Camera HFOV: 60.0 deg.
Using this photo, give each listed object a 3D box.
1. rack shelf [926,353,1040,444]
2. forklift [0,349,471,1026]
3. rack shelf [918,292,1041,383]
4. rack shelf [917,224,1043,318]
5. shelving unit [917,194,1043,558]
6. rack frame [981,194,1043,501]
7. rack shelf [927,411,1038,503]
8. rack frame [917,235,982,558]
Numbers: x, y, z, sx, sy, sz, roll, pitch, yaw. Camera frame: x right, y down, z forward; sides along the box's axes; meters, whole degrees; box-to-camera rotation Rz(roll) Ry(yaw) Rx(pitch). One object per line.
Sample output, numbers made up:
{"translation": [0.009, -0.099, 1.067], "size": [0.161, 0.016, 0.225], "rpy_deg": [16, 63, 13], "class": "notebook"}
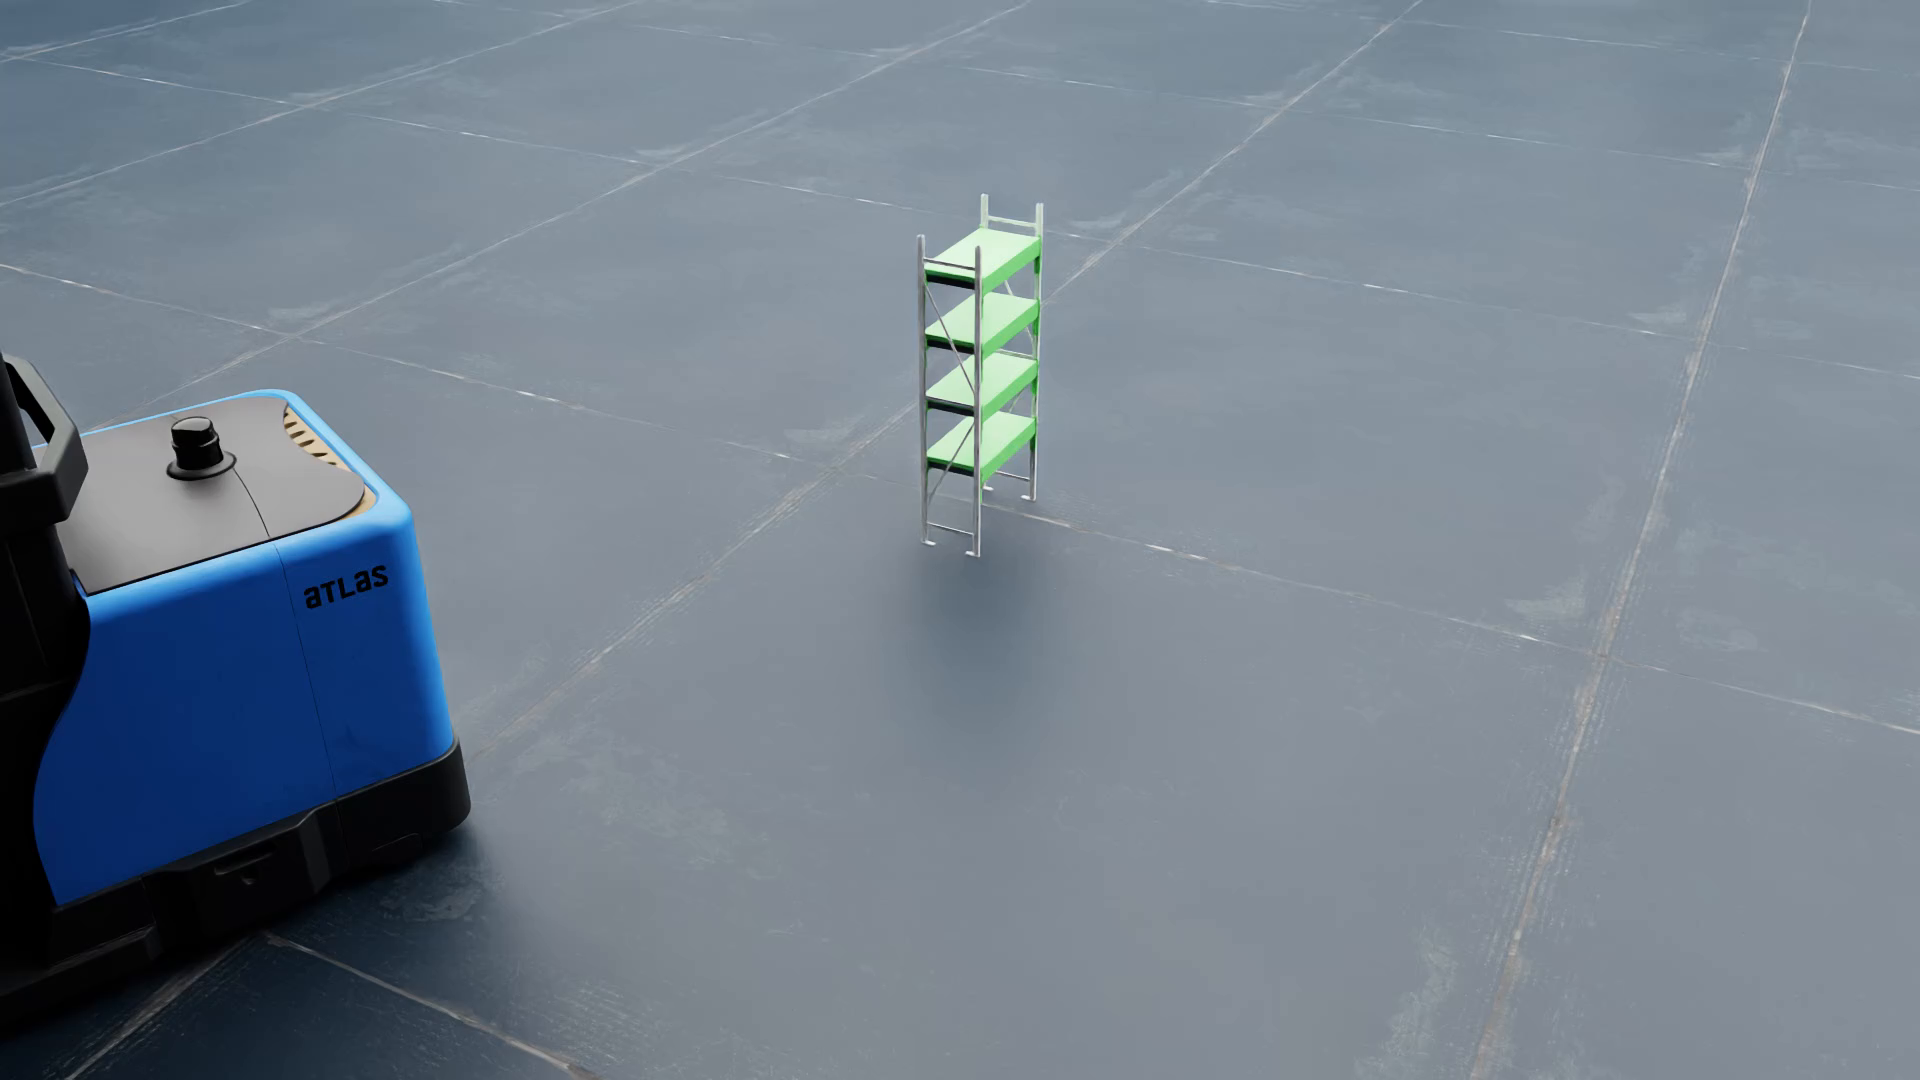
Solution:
{"translation": [0.075, -0.538, 6.111], "size": [0.258, 0.148, 0.480], "rpy_deg": [14, 33, 23], "class": "rack shelf"}
{"translation": [-2.877, -0.169, 3.600], "size": [3.031, 2.935, 1.130], "rpy_deg": [-21, 36, -32], "class": "forklift"}
{"translation": [0.075, -0.746, 5.991], "size": [0.258, 0.148, 0.480], "rpy_deg": [14, 33, 23], "class": "rack shelf"}
{"translation": [0.075, -0.955, 5.872], "size": [0.258, 0.148, 0.480], "rpy_deg": [14, 33, 23], "class": "rack shelf"}
{"translation": [0.075, -0.594, 6.079], "size": [0.258, 1.200, 0.503], "rpy_deg": [14, 33, 23], "class": "shelving unit"}
{"translation": [0.187, -0.702, 6.267], "size": [0.240, 1.200, 0.015], "rpy_deg": [14, 33, 23], "class": "rack frame"}
{"translation": [0.075, -0.330, 6.230], "size": [0.258, 0.148, 0.480], "rpy_deg": [14, 33, 23], "class": "rack shelf"}
{"translation": [-0.036, -0.486, 5.891], "size": [0.240, 1.200, 0.015], "rpy_deg": [14, 33, 23], "class": "rack frame"}
